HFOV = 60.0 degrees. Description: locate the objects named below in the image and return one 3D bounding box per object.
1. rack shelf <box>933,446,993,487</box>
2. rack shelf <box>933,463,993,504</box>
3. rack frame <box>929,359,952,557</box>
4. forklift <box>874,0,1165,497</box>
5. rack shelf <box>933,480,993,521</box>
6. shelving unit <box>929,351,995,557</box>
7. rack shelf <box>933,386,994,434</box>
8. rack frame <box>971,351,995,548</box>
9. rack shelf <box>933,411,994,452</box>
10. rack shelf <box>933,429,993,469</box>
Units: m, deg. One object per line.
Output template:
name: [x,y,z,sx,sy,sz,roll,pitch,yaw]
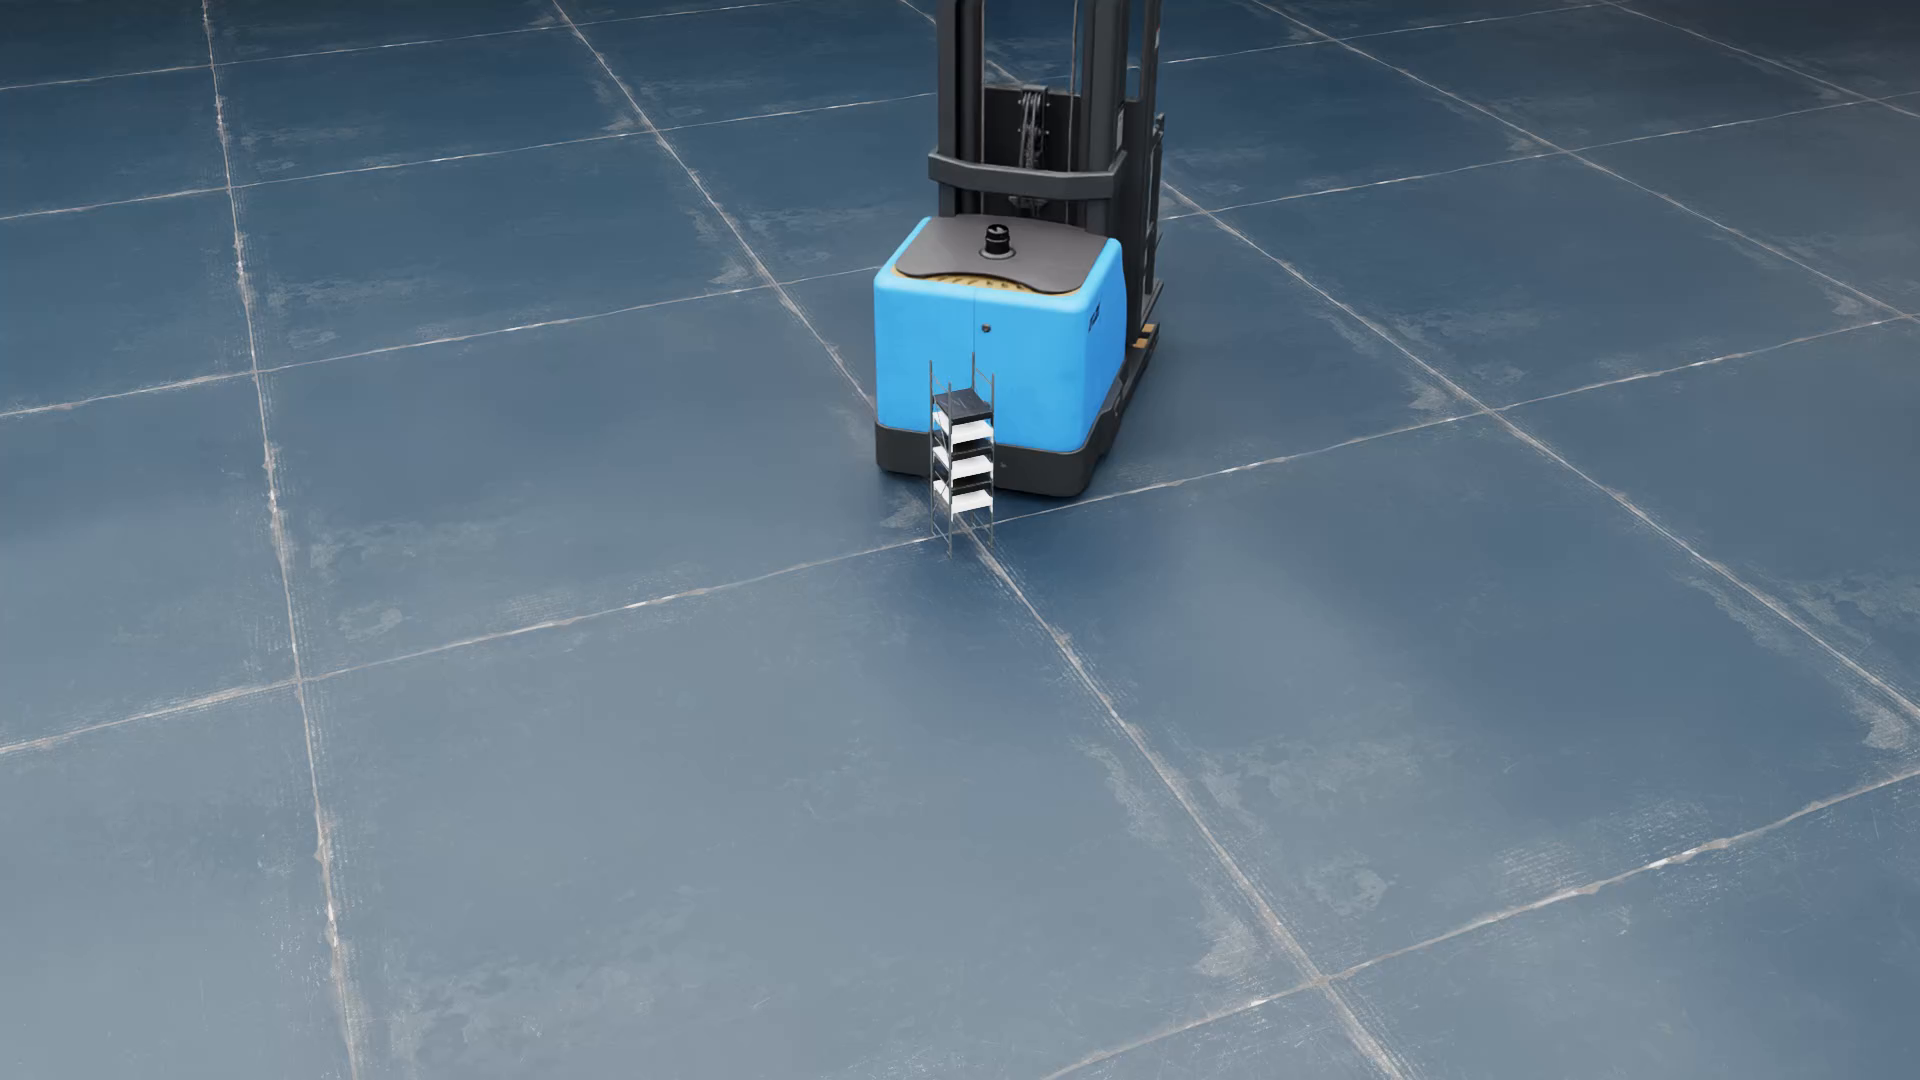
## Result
rack shelf: [0.007,-0.351,7.525,0.200,0.077,0.258,-13,35,-19]
rack shelf: [0.007,-0.276,7.574,0.200,0.077,0.258,-13,35,-19]
rack frame: [-0.086,-0.357,7.474,0.006,0.900,0.240,-13,35,-19]
forklift: [0.494,-2.232,8.494,1.130,2.935,3.031,9,34,14]
rack shelf: [0.007,-0.200,7.624,0.200,0.077,0.258,-13,35,-19]
shelving unit: [0.007,-0.379,7.507,0.210,0.900,0.258,-13,35,-19]
rack shelf: [0.007,-0.577,7.378,0.200,0.077,0.258,-13,35,-19]
rack frame: [0.101,-0.400,7.540,0.006,0.900,0.240,-13,35,-19]
rack shelf: [0.007,-0.502,7.427,0.200,0.077,0.258,-13,35,-19]
rack shelf: [0.007,-0.426,7.476,0.200,0.077,0.258,-13,35,-19]
